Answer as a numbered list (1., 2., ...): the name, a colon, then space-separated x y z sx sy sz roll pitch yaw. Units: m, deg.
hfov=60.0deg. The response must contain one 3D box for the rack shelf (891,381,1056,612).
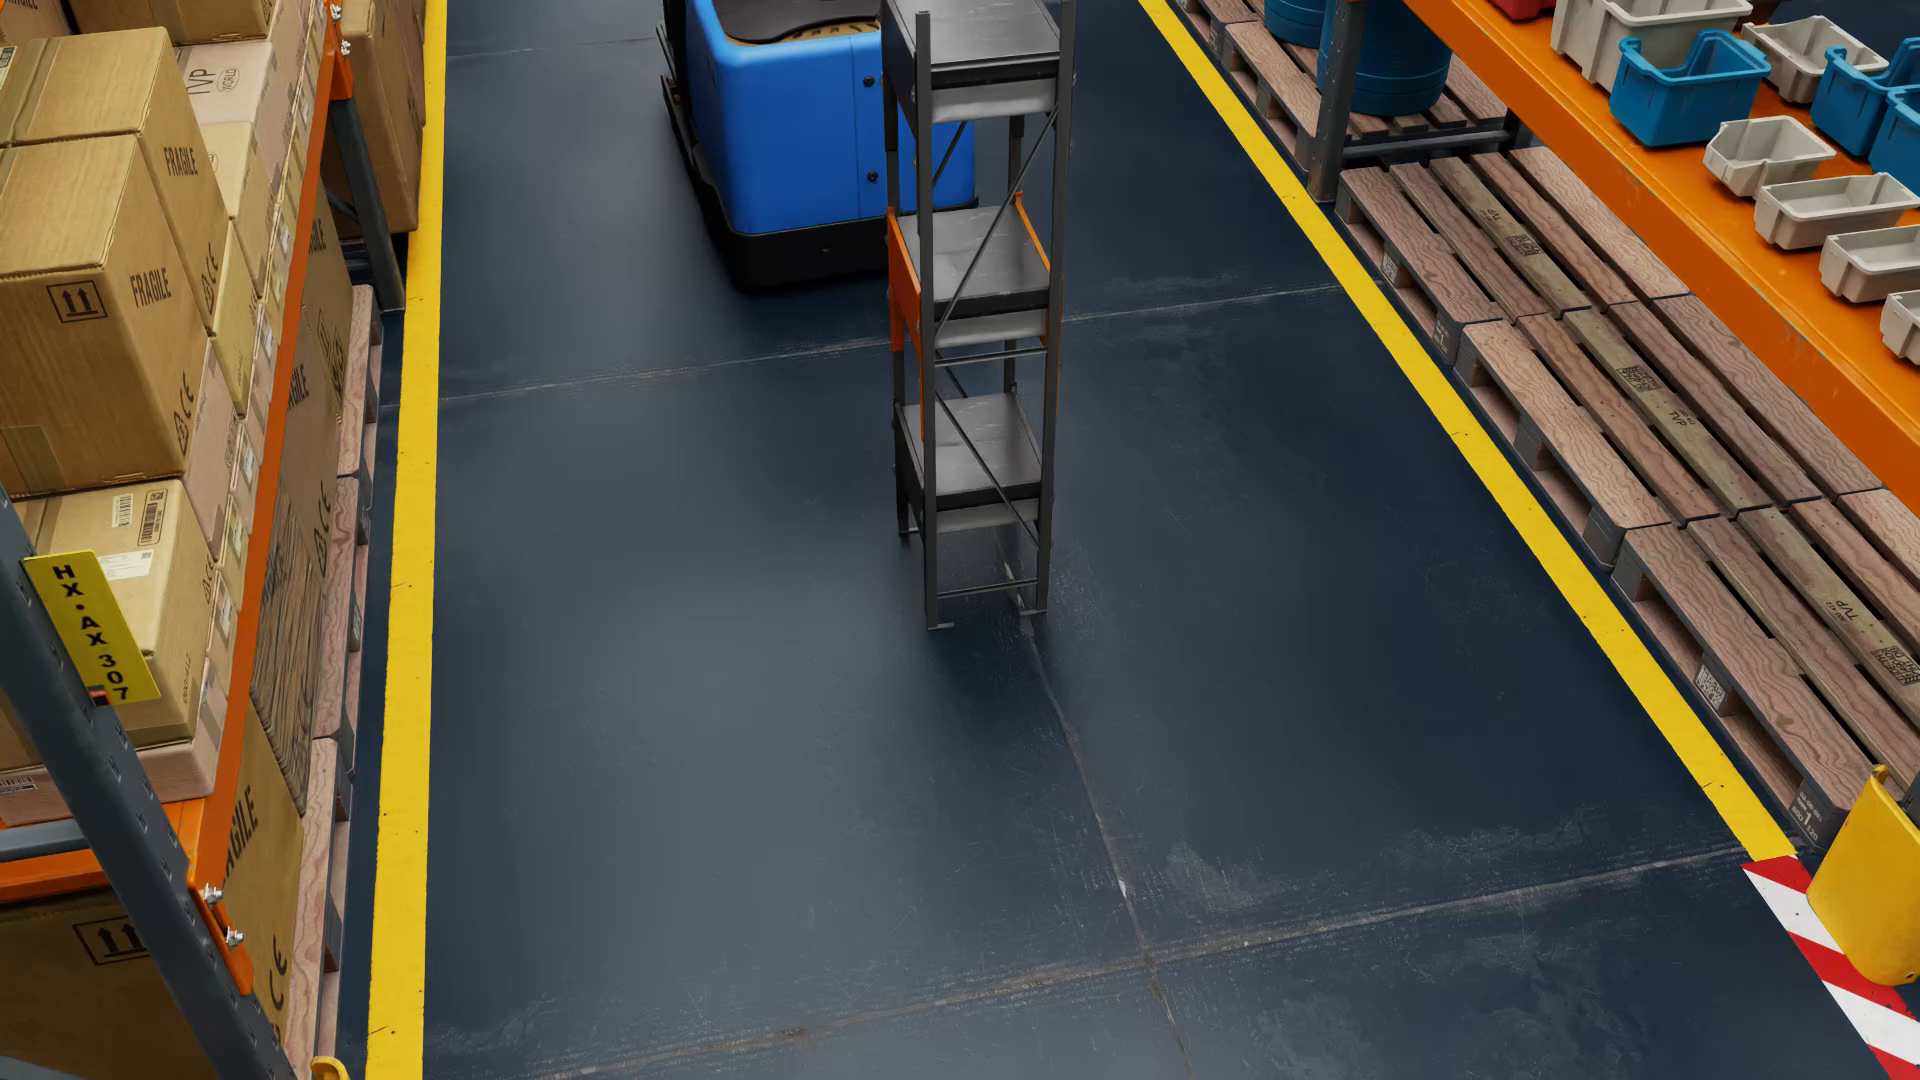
1. rack shelf: 0.036 -0.144 5.406 0.431 0.518 0.480 -8 42 -9

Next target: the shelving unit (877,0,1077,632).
1. shelving unit: 0.036 -0.678 4.932 0.431 2.100 0.503 -8 42 -9

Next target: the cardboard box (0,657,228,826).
1. cardboard box: -1.659 0.389 3.241 0.380 0.149 0.250 -8 42 -9

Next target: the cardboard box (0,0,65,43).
1. cardboard box: -2.699 -1.352 4.337 0.500 0.500 0.500 -10 42 -11

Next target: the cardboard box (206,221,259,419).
1. cardboard box: -1.968 -0.495 3.937 0.500 0.250 0.500 -10 43 -11

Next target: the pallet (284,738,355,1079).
1. pallet: -2.154 1.108 4.342 1.003 0.211 1.213 -8 42 -9

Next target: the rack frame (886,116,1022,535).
1. rack frame: -0.017 -0.836 5.110 0.400 2.100 0.015 -8 42 -9

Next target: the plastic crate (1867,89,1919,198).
1. plastic crate: 2.915 -1.158 4.876 0.416 0.233 0.300 -8 42 -9

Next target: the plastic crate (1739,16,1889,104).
1. plastic crate: 2.737 -1.568 5.410 0.293 0.136 0.466 -8 42 -9

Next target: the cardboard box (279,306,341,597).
1. cardboard box: -2.510 -0.360 5.180 0.875 0.875 0.875 -8 42 -9

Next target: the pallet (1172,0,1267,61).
1. pallet: 1.675 -2.986 8.954 1.003 0.211 1.213 -8 42 -9

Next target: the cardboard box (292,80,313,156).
1. cardboard box: -2.216 -1.276 5.117 0.380 0.149 0.250 -8 42 -8

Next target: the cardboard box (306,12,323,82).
1. cardboard box: -2.327 -1.608 5.492 0.380 0.149 0.250 -8 42 -8

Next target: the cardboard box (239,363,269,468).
1. cardboard box: -1.883 -0.277 3.991 0.380 0.149 0.250 -9 42 -10

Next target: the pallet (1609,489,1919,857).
1. pallet: 2.791 0.366 5.179 1.003 0.211 1.213 -8 42 -9

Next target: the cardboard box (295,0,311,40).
1. cardboard box: -2.417 -1.827 5.437 0.500 0.250 0.500 -9 42 -10

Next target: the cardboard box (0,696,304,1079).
1. cardboard box: -2.121 0.807 3.866 0.875 0.875 0.875 -8 42 -9

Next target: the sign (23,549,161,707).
1. sign: -1.362 0.144 2.617 0.100 0.325 0.005 -8 42 -9

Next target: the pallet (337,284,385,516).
1. pallet: -2.681 -0.473 6.124 1.003 0.211 1.213 -8 42 -9

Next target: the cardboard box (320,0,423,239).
1. cardboard box: -2.926 -1.795 6.796 1.225 0.875 0.875 -8 42 -9

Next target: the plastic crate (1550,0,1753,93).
1. plastic crate: 2.218 -1.692 5.441 0.437 0.282 0.530 -8 42 -9

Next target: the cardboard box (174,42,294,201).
1. cardboard box: -2.192 -1.161 4.687 0.500 0.250 0.500 -8 42 -8

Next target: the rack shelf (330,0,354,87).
1. rack shelf: -3.200 -3.048 7.466 1.077 0.370 4.000 -8 42 -9

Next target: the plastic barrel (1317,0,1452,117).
1. plastic barrel: 1.967 -2.457 7.523 0.600 0.901 0.708 -8 42 -9

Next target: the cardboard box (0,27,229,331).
1. cardboard box: -1.971 -0.772 3.684 0.500 0.500 0.500 -9 42 -10

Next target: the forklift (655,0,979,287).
1. forklift: -0.820 -3.125 7.062 1.130 2.935 3.031 -11 43 -12

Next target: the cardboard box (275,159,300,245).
1. cardboard box: -2.105 -0.943 4.742 0.380 0.149 0.250 -9 42 -10

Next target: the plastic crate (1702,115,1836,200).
1. plastic crate: 2.364 -1.120 4.905 0.298 0.136 0.250 -8 42 -9

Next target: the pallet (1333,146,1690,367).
1. pallet: 2.265 -1.216 6.961 1.003 0.211 1.213 -8 42 -9

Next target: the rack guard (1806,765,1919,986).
1. rack guard: 2.949 0.811 4.459 1.175 0.500 0.348 -8 42 -9

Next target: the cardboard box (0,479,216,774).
1. cardboard box: -1.745 0.168 3.191 0.500 0.250 0.500 -9 42 -10

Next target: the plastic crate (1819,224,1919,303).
1. plastic crate: 2.530 -0.754 4.493 0.396 0.136 0.243 -8 42 -9

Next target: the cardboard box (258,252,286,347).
1. cardboard box: -1.993 -0.608 4.364 0.380 0.149 0.250 -9 42 -10

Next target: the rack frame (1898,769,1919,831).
1. rack frame: 2.931 -0.137 3.645 1.000 3.000 0.127 -8 42 -9

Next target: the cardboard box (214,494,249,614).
1. cardboard box: -1.772 0.057 3.615 0.380 0.149 0.250 -9 42 -10

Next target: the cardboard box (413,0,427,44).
1. cardboard box: -3.318 -2.946 8.094 1.225 0.875 0.875 -8 42 -9
